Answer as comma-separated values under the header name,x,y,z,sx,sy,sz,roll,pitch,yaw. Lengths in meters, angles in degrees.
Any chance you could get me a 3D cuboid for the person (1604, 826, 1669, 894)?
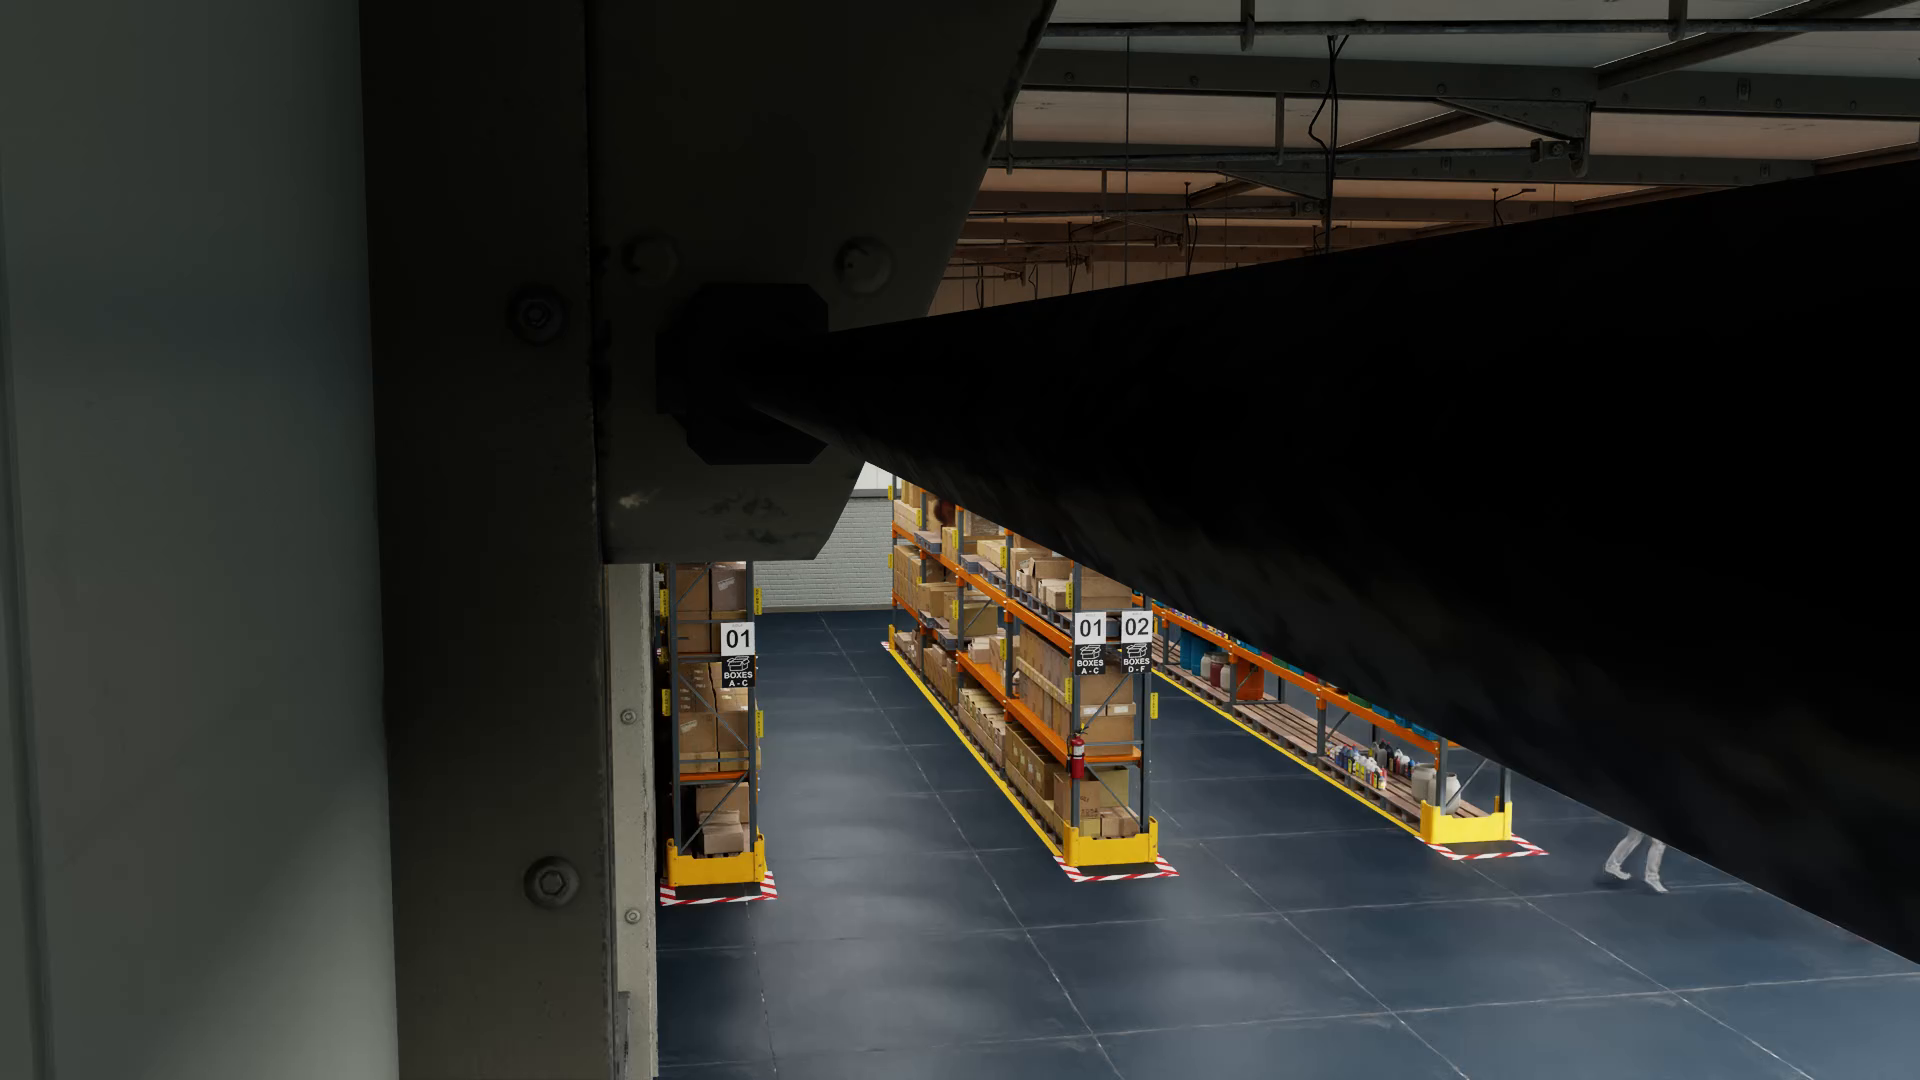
name,x,y,z,sx,sy,sz,roll,pitch,yaw
person,8.204,3.295,20.008,0.780,1.822,0.686,3,7,24
